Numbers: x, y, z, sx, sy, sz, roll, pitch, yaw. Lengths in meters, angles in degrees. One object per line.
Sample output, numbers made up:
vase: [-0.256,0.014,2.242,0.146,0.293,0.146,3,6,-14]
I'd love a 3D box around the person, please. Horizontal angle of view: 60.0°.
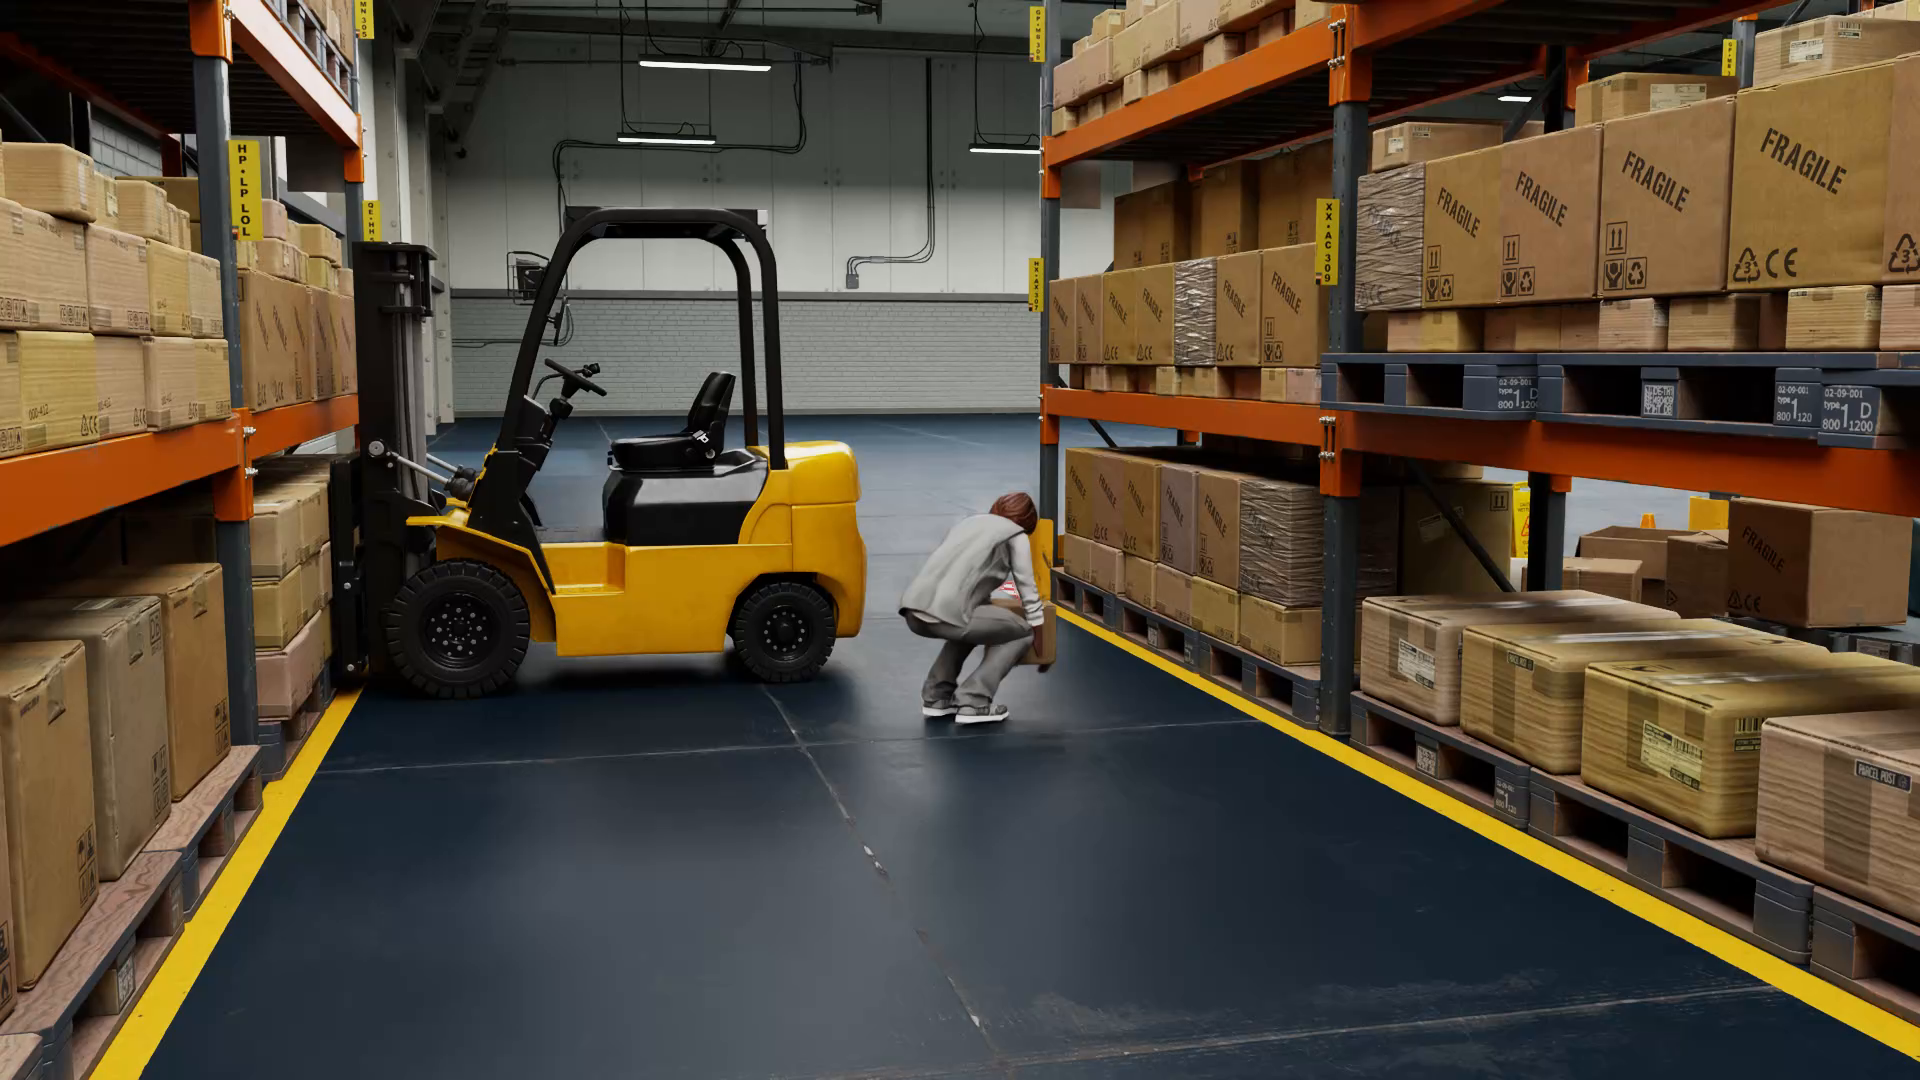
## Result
person: [0.068,0.282,6.954,0.771,0.912,0.451,-6,9,-43]
